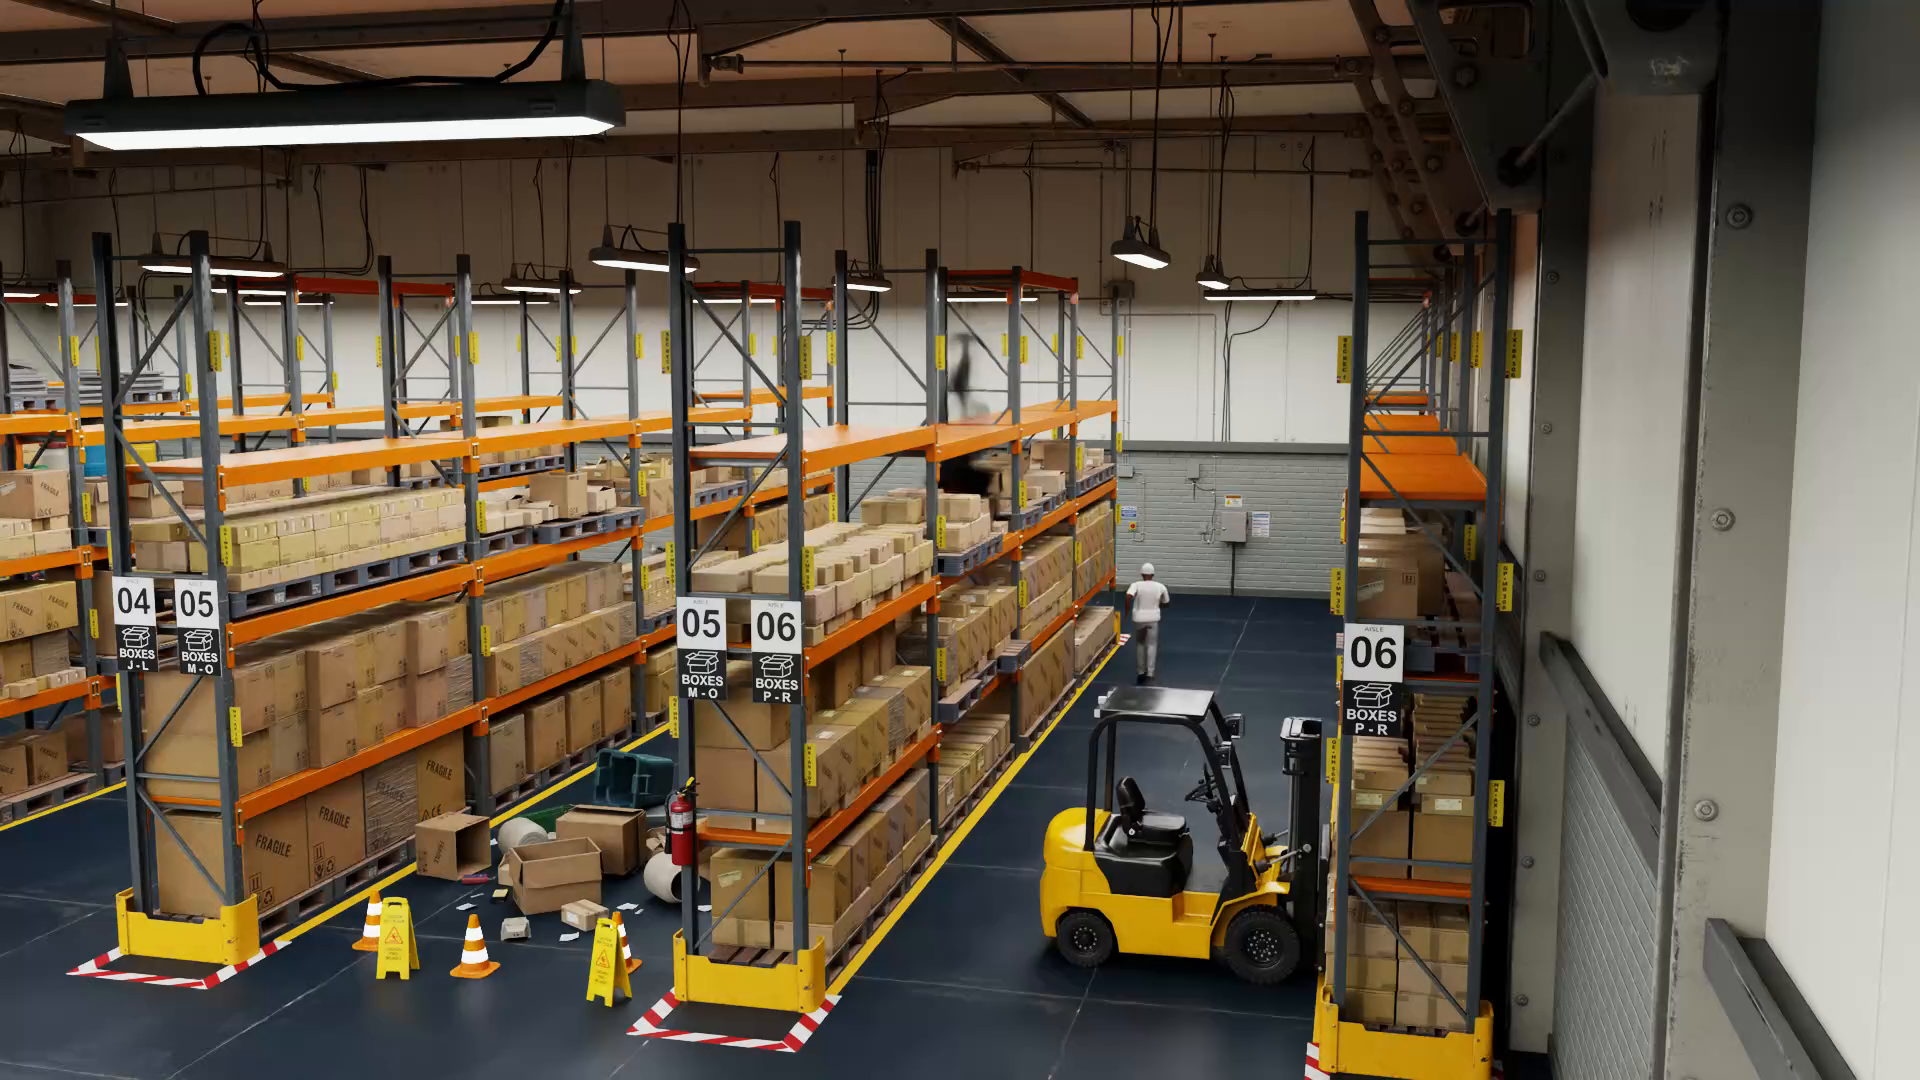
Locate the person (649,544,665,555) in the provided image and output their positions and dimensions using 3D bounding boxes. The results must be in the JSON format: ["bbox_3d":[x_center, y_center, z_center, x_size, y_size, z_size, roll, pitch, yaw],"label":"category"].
[{"bbox_3d":[-5.035,0.932,27.636,0.449,1.752,0.518,3,8,24],"label":"person"}]

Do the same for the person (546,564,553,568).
[{"bbox_3d":[-6.593,1.149,26.869,0.526,1.560,0.656,1,7,9],"label":"person"}]

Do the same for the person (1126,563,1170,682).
[{"bbox_3d":[2.799,1.248,24.823,0.647,1.804,0.897,1,7,6],"label":"person"}]
